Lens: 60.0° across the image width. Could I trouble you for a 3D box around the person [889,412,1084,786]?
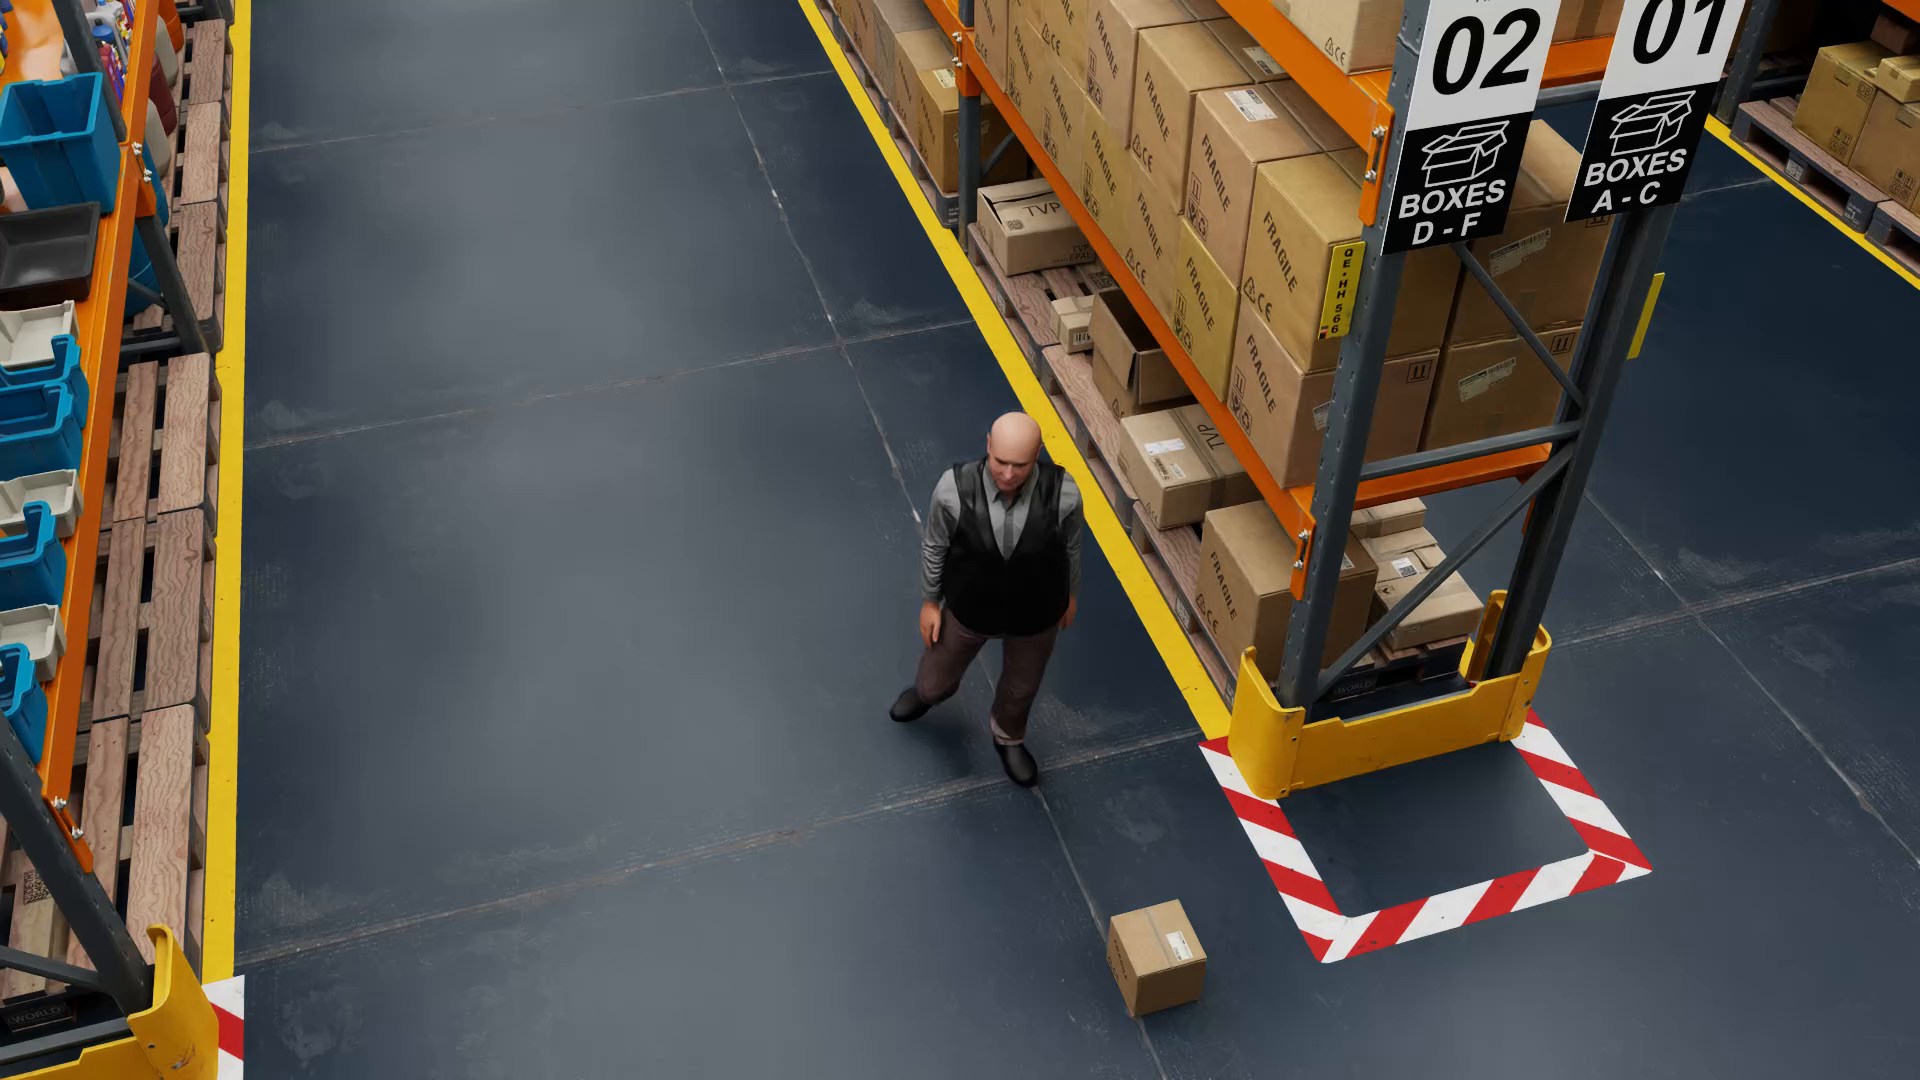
[{"bbox_3d":[0.071,0.188,5.957,0.709,1.714,0.520,2,42,2],"label":"person"}]
